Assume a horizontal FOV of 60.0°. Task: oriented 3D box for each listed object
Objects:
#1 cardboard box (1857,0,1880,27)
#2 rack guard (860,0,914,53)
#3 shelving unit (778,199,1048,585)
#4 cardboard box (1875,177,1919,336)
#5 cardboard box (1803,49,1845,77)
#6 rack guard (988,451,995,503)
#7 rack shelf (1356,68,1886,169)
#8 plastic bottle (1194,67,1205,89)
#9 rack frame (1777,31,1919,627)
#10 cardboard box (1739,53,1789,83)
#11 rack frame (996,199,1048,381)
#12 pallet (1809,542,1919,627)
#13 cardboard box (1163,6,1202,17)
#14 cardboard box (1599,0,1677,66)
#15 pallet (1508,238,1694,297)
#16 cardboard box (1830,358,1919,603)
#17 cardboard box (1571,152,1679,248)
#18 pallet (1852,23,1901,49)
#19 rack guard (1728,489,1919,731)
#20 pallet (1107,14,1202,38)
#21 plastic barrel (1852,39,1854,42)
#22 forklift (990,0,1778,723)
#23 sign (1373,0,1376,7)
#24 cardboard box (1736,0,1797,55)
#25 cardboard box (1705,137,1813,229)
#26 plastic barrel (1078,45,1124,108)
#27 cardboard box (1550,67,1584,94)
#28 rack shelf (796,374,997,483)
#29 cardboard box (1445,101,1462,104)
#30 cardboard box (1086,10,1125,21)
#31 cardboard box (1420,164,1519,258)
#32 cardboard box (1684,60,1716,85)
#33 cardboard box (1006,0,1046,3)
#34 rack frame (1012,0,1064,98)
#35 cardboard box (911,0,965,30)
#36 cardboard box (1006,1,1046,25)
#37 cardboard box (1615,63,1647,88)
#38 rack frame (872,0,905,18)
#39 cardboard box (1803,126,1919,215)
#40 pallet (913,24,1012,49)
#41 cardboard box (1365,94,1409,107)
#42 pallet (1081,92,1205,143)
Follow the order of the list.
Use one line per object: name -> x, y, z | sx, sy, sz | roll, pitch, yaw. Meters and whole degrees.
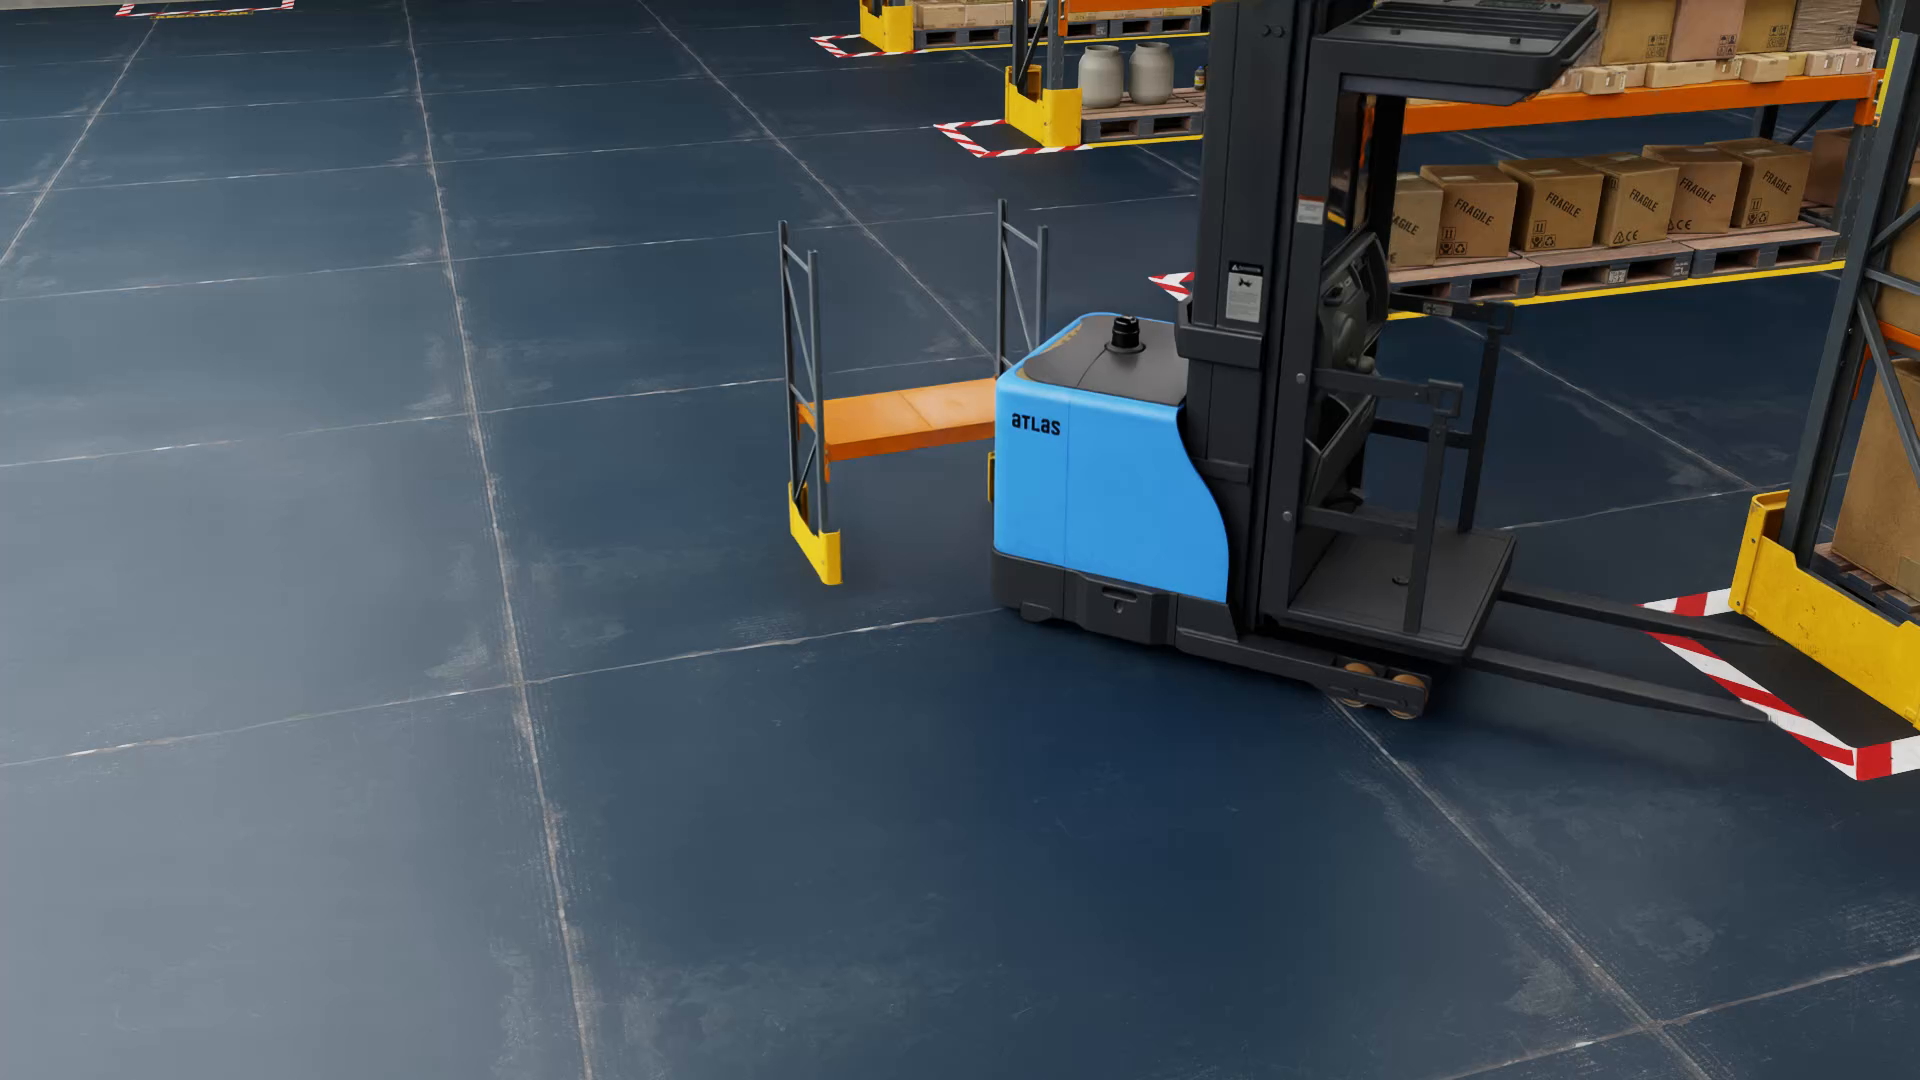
cardboard box -> 6.831, -4.026, 11.339 | 1.000, 1.000, 1.000 | -8, 28, -16
rack guard -> -0.858, -6.034, 19.342 | 0.348, 0.500, 1.175 | -8, 28, -16
shelving unit -> -0.194, -0.677, 7.426 | 1.083, 1.500, 0.587 | -10, 28, -18
cardboard box -> 4.007, -0.994, 6.211 | 0.550, 0.550, 0.875 | -8, 28, -16
cardboard box -> 5.678, -3.222, 11.149 | 0.250, 0.149, 0.380 | -8, 28, -16
rack guard -> 0.272, -0.195, 7.862 | 0.087, 0.250, 0.587 | -10, 28, -18
rack shelf -> 4.130, -2.921, 11.070 | 4.000, 0.370, 1.077 | -8, 28, -16
plastic bottle -> 2.305, -4.444, 15.980 | 0.097, 0.201, 0.097 | 0, 26, 0
rack frame -> 3.668, -0.857, 6.103 | 0.127, 3.000, 1.000 | -8, 28, -16
cardboard box -> 5.218, -3.131, 10.967 | 0.250, 0.149, 0.380 | -8, 28, -16
rack frame -> 0.273, -0.755, 7.584 | 0.032, 1.500, 0.500 | -10, 28, -18
pallet -> 4.405, 0.249, 7.011 | 1.213, 0.211, 1.003 | -8, 28, -16
cardboard box -> 2.595, -6.508, 20.106 | 0.500, 0.250, 0.500 | -8, 28, -16
cardboard box -> 4.166, -3.444, 10.867 | 0.500, 0.500, 0.875 | -8, 28, -16
pallet -> 4.242, -1.993, 11.526 | 1.213, 0.211, 1.003 | -8, 28, -16
cardboard box -> 4.293, -0.215, 6.726 | 0.875, 0.875, 0.875 | -8, 28, -16
cardboard box -> 4.531, -2.348, 11.445 | 0.500, 0.500, 0.500 | -11, 28, -21
pallet -> 6.804, -3.476, 11.595 | 1.213, 0.211, 1.003 | -8, 28, -16
rack guard -> 3.646, 0.266, 6.652 | 0.348, 0.500, 1.175 | -8, 28, -16
pallet -> 2.199, -6.367, 20.337 | 1.213, 0.211, 1.003 | -8, 28, -16
plastic barrel -> 9.271, -5.428, 17.635 | 0.421, 0.512, 0.421 | 0, 26, 0
forklift -> 1.680, -0.897, 6.260 | 3.031, 2.935, 1.130 | 13, 29, 24
sign -> 2.397, -3.126, 9.700 | 0.005, 0.325, 0.100 | -8, 28, -16
cardboard box -> 5.099, -3.607, 11.195 | 0.500, 0.500, 0.875 | -8, 28, -16
cardboard box -> 5.639, -2.549, 11.850 | 0.500, 0.500, 0.500 | -9, 28, -18
plastic barrel -> 1.297, -4.259, 15.281 | 0.421, 0.512, 0.421 | 0, 26, 0
cardboard box -> 3.760, -2.969, 10.639 | 0.250, 0.149, 0.380 | -8, 28, -16
rack shelf -> -0.202, -0.514, 7.503 | 1.000, 0.185, 0.538 | -10, 28, -18
cardboard box -> 3.059, -2.848, 10.396 | 0.250, 0.149, 0.380 | -8, 28, -16
cardboard box -> 1.645, -6.368, 19.824 | 0.500, 0.250, 0.500 | -8, 28, -16
cardboard box -> 3.385, -2.212, 11.171 | 0.500, 0.500, 0.500 | -1, 26, -3
cardboard box -> 4.715, -3.101, 10.906 | 0.250, 0.149, 0.380 | -8, 28, -16
cardboard box -> 0.689, -6.573, 19.393 | 0.500, 0.500, 0.500 | -8, 28, -16
rack frame -> 0.695, -5.062, 14.573 | 0.127, 3.000, 1.000 | -8, 28, -16
cardboard box -> -0.257, -6.093, 19.270 | 0.500, 0.250, 0.500 | -8, 28, -16
cardboard box -> 0.693, -6.232, 19.550 | 0.500, 0.250, 0.500 | -8, 28, -16
cardboard box -> 4.226, -3.050, 10.803 | 0.250, 0.149, 0.380 | -8, 28, -16
rack frame -> -0.836, -7.157, 18.793 | 0.127, 3.000, 1.000 | -8, 28, -16
cardboard box -> 6.622, -2.672, 12.074 | 0.500, 0.500, 0.700 | -10, 28, -20
pallet -> -0.121, -6.031, 19.661 | 1.213, 0.211, 1.003 | -8, 28, -16
cardboard box -> 2.573, -2.794, 10.287 | 0.250, 0.149, 0.380 | -8, 28, -16
pallet -> 1.527, -3.953, 15.475 | 1.213, 0.211, 1.003 | -8, 28, -16
